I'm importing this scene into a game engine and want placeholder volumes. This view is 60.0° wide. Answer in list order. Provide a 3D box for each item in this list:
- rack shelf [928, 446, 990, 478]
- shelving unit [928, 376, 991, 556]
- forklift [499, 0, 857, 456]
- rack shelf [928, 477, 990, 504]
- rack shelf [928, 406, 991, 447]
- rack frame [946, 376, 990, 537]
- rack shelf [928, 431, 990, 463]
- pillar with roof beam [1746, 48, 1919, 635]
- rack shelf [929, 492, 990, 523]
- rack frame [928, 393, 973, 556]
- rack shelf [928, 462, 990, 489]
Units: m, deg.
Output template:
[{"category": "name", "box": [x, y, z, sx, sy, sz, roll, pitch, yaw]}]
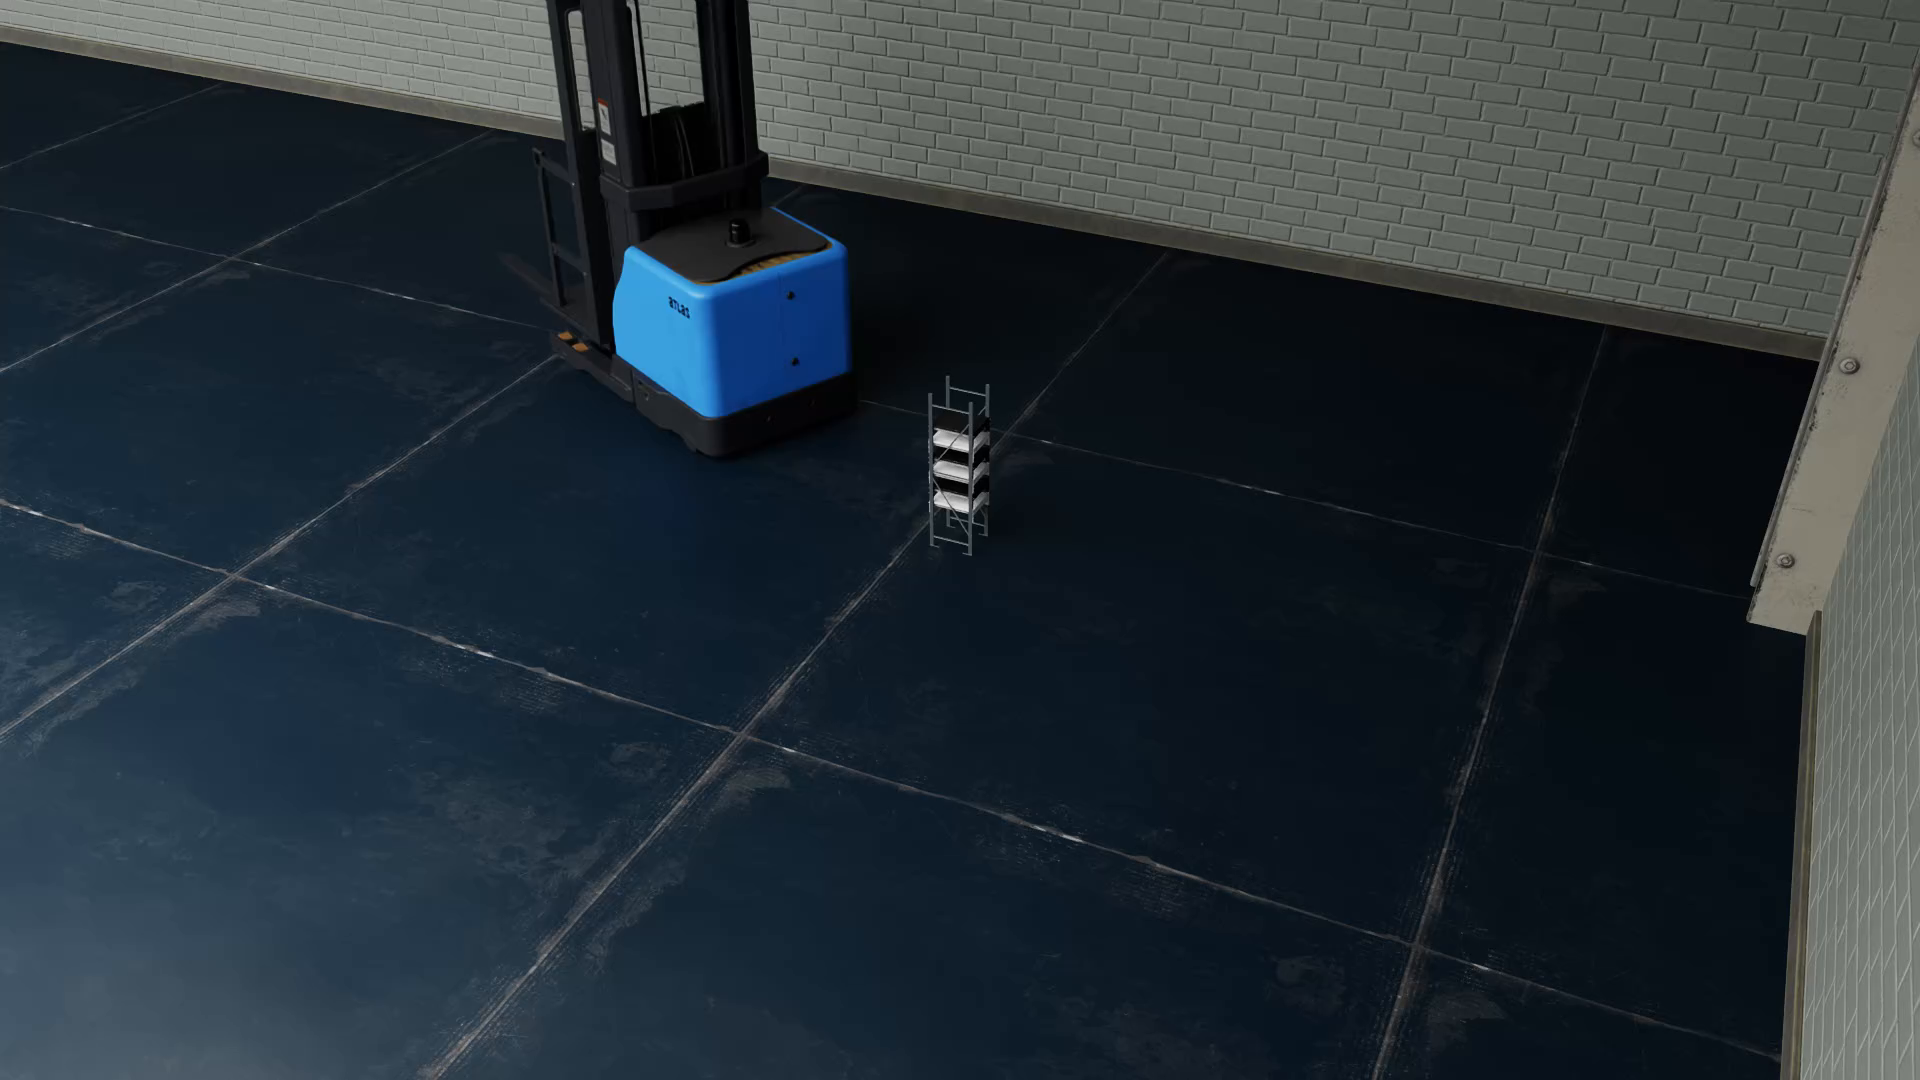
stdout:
[{"category": "rack shelf", "box": [-0.003, -0.420, 8.466, 0.258, 0.077, 0.200, 14, 36, 20]}, {"category": "shelving unit", "box": [-0.003, -0.372, 8.497, 0.258, 0.900, 0.210, 14, 36, 20]}, {"category": "forklift", "box": [-1.924, -2.438, 9.795, 1.130, 2.935, 3.031, -24, 40, -32]}, {"category": "rack shelf", "box": [-0.003, -0.269, 8.565, 0.258, 0.077, 0.200, 14, 36, 20]}, {"category": "rack shelf", "box": [-0.003, -0.570, 8.367, 0.258, 0.077, 0.200, 14, 36, 20]}, {"category": "rack frame", "box": [0.039, -0.423, 8.574, 0.240, 0.900, 0.006, 14, 36, 20]}, {"category": "rack shelf", "box": [-0.003, -0.495, 8.417, 0.258, 0.077, 0.200, 14, 36, 20]}, {"category": "pillar with roof beam", "box": [0.163, -4.415, 7.277, 9.100, 9.000, 0.400, 14, 36, 20]}, {"category": "rack shelf", "box": [-0.003, -0.194, 8.614, 0.258, 0.077, 0.200, 14, 36, 20]}, {"category": "rack frame", "box": [-0.046, -0.322, 8.420, 0.240, 0.900, 0.006, 14, 36, 20]}, {"category": "rack shelf", "box": [-0.003, -0.344, 8.515, 0.258, 0.077, 0.200, 14, 36, 20]}]
